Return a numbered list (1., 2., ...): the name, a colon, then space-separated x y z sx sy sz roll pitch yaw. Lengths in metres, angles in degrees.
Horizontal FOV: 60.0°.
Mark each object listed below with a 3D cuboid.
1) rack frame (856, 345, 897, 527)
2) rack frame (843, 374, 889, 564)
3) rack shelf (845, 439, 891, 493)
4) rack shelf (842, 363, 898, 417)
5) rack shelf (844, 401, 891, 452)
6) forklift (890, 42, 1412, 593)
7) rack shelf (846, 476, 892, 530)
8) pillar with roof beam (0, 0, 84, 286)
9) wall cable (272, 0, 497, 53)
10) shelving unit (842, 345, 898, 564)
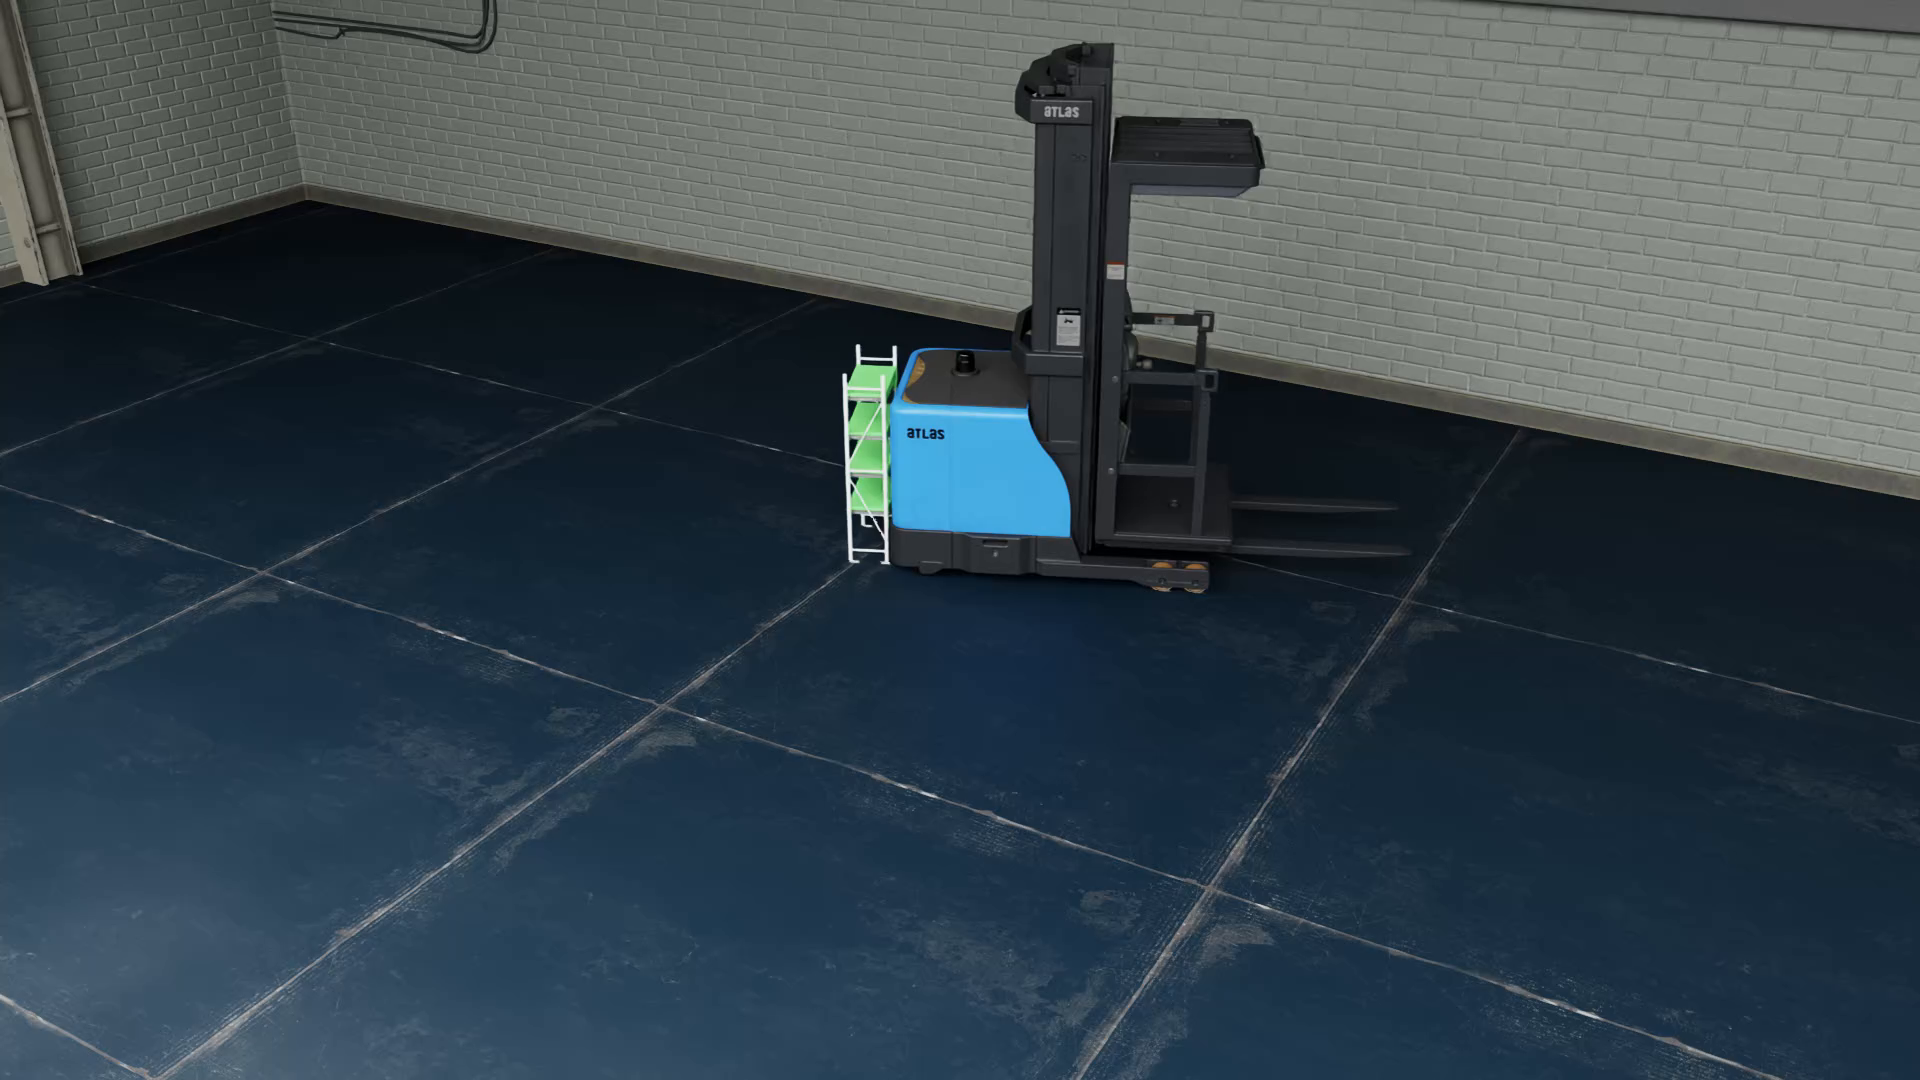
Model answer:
1. rack frame: -0.497 -0.618 10.144 0.240 1.200 0.015 3 27 5
2. rack frame: -0.546 -0.400 9.710 0.240 1.200 0.015 3 27 5
3. rack shelf: -0.522 -0.452 9.955 0.258 0.148 0.480 3 27 5
4. rack shelf: -0.522 -0.881 9.740 0.258 0.148 0.480 3 27 5
5. rack shelf: -0.522 -0.667 9.848 0.258 0.148 0.480 3 27 5
6. forklift: 1.140 -1.254 9.481 3.031 2.935 1.130 3 27 6
7. rack shelf: -0.522 -0.237 10.063 0.258 0.148 0.480 3 27 5
8. pillar with roof beam: -4.419 -5.443 11.070 9.100 9.000 0.400 14 30 26
9. wall cable: -5.567 -5.859 15.371 3.097 2.526 0.112 14 30 26
10. shelving unit: -0.522 -0.509 9.927 0.258 1.200 0.503 3 27 5
